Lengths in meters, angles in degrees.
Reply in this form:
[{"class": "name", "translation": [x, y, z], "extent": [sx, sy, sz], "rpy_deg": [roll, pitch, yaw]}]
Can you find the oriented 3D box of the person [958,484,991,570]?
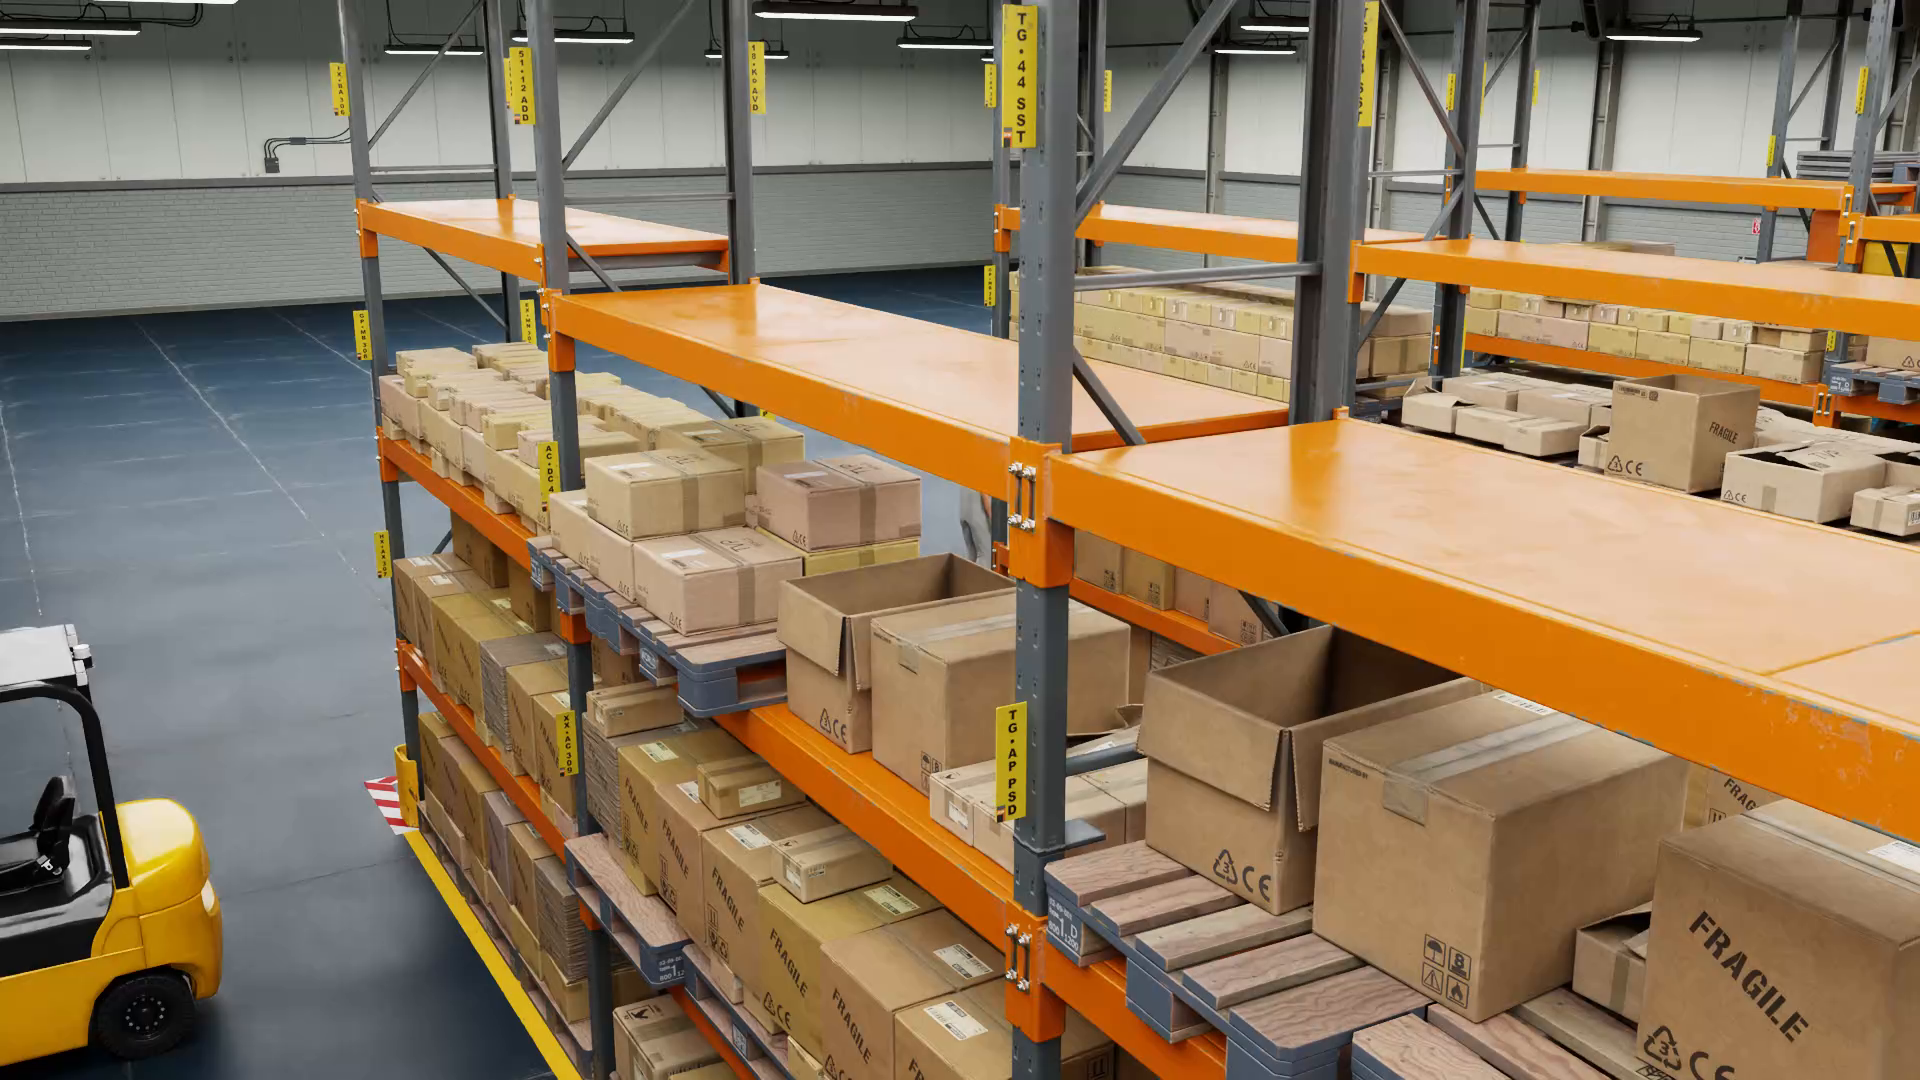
[{"class": "person", "translation": [0.182, -0.217, 16.832], "extent": [0.360, 1.673, 0.513], "rpy_deg": [-10, 18, -32]}]
